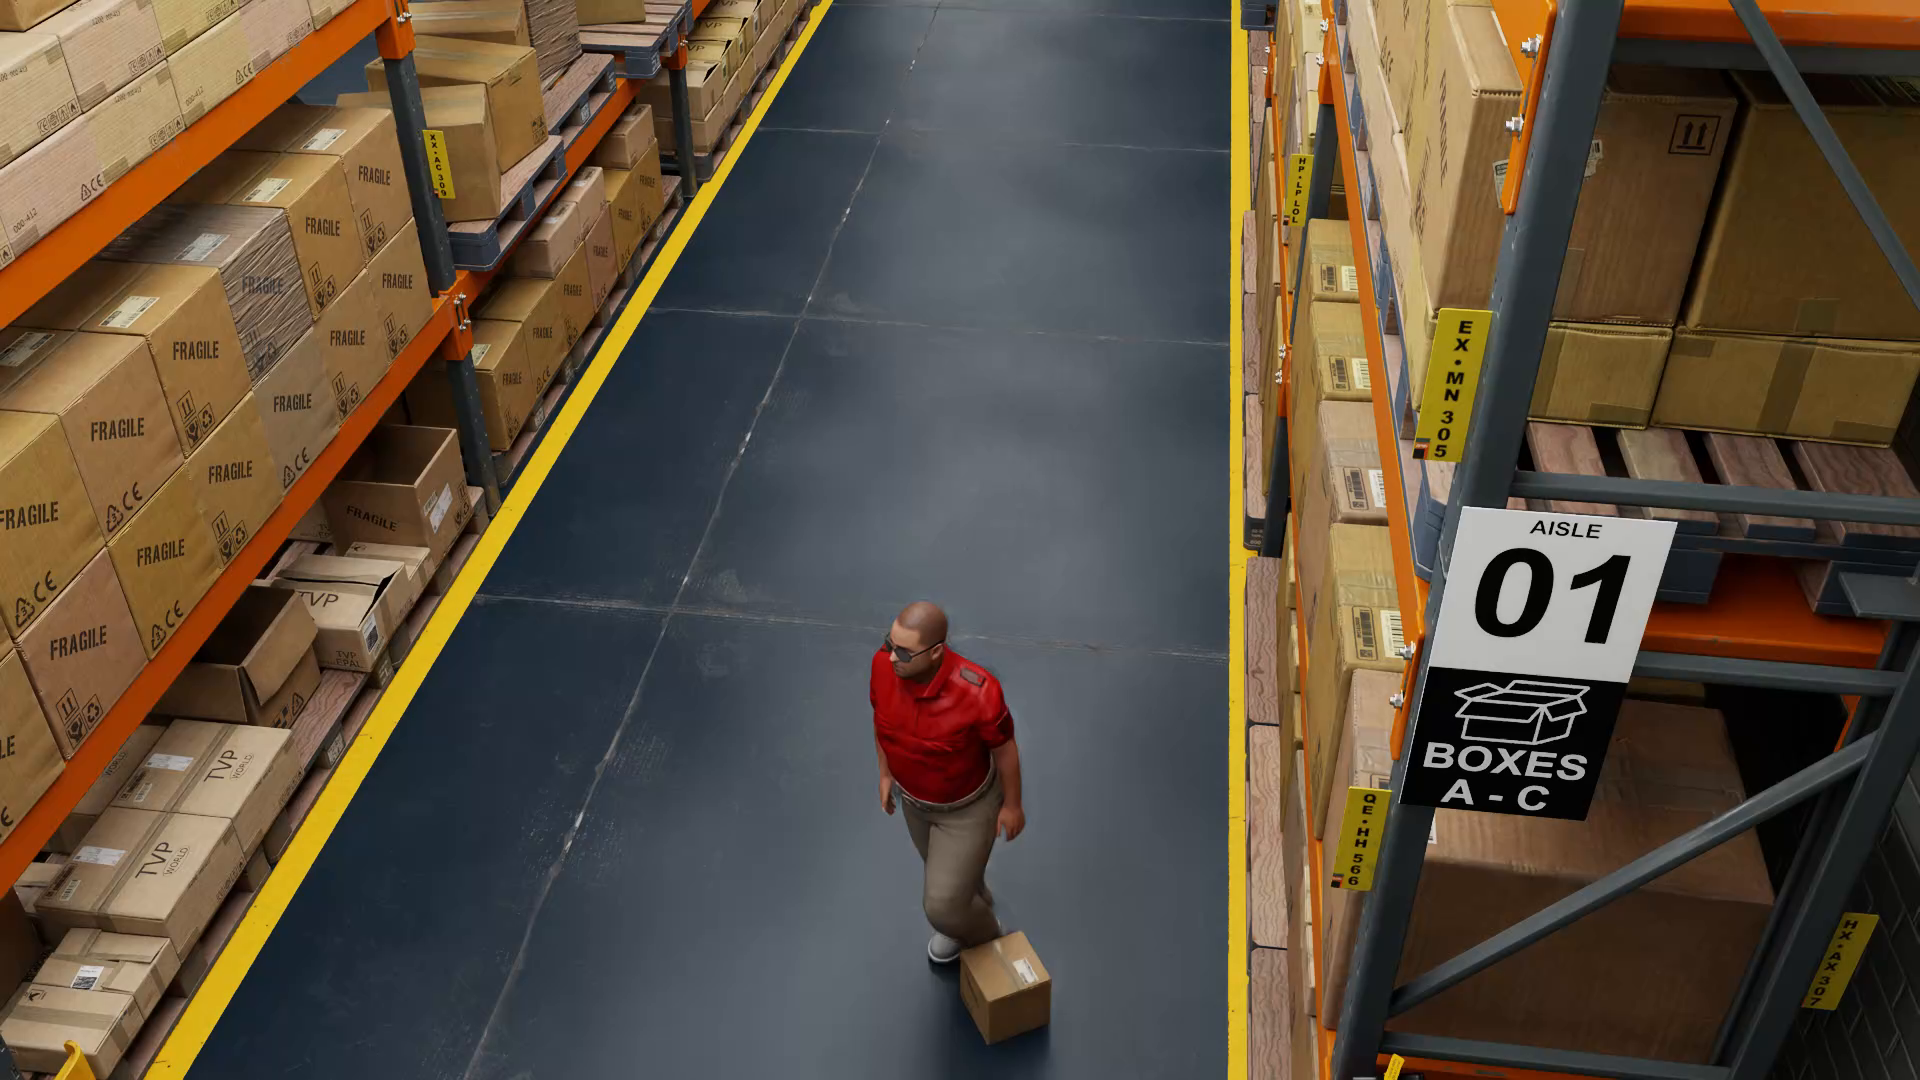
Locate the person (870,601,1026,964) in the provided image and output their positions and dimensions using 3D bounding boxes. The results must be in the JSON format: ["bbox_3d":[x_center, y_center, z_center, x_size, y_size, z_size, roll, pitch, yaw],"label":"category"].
[{"bbox_3d":[-0.057,0.878,5.817,0.565,1.714,0.520,27,44,32],"label":"person"}]
